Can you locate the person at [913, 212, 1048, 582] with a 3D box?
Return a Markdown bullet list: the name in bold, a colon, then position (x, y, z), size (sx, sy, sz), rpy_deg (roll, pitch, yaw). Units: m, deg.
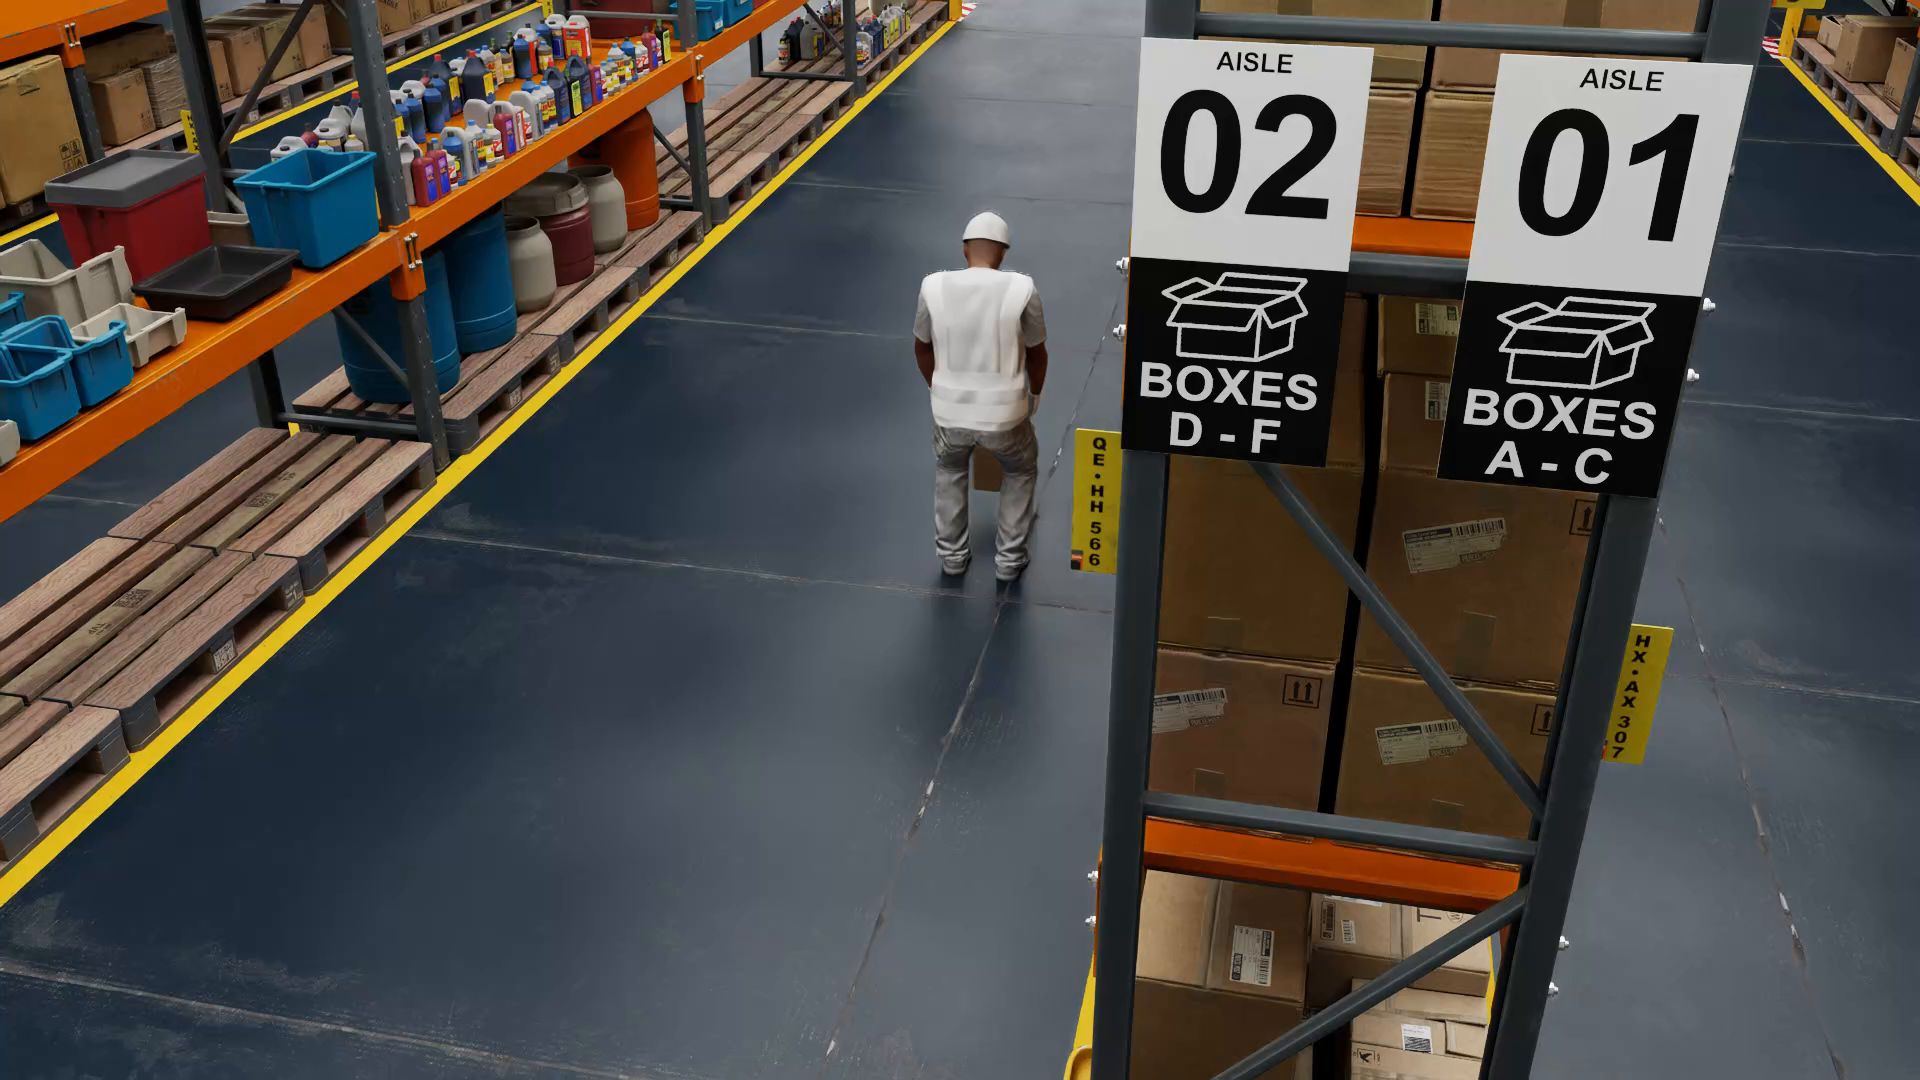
- **person**: position (0.080, -0.615, 7.403), size (0.598, 1.624, 0.606), rpy_deg (6, 29, 11)
